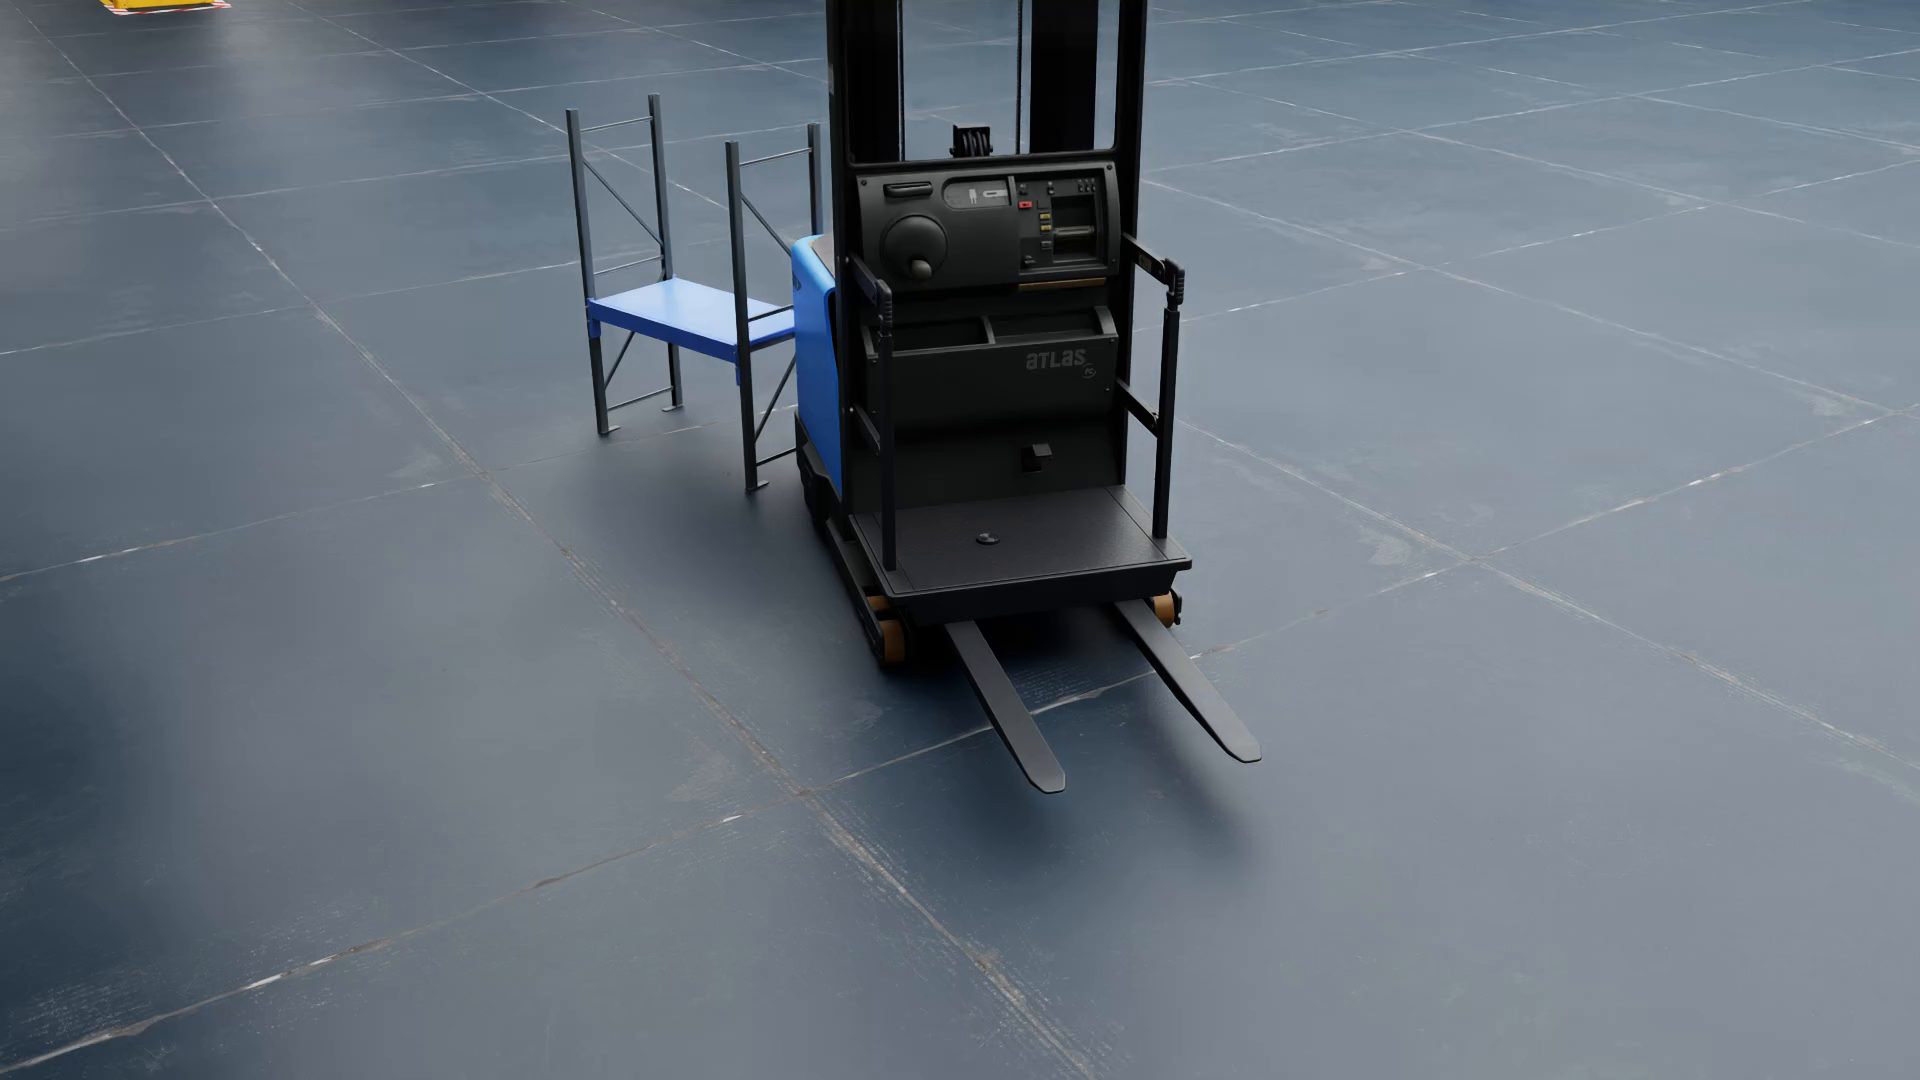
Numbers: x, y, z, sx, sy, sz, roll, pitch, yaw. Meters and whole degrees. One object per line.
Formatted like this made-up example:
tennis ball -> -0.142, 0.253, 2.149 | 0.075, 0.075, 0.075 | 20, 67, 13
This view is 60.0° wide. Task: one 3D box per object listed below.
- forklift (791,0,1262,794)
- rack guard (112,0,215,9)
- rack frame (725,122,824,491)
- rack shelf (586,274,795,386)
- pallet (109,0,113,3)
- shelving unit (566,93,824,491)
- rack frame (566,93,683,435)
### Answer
forklift -> 0.164, -1.068, 5.579 | 1.130, 2.935, 3.031 | -7, 26, -14
rack guard -> -10.178, -7.085, 21.172 | 1.175, 0.500, 0.348 | -16, 29, -30
rack frame -> -0.755, -0.974, 7.057 | 0.032, 1.500, 0.500 | 20, 32, 36
rack shelf -> -1.142, -0.953, 7.433 | 1.000, 0.185, 0.538 | 20, 32, 36
pallet -> -10.644, -7.226, 21.810 | 1.003, 0.211, 1.213 | -16, 29, -30
shelving unit -> -1.142, -1.115, 7.356 | 1.048, 1.500, 0.538 | 20, 32, 36
rack frame -> -1.528, -1.256, 7.655 | 0.032, 1.500, 0.500 | 20, 32, 36
